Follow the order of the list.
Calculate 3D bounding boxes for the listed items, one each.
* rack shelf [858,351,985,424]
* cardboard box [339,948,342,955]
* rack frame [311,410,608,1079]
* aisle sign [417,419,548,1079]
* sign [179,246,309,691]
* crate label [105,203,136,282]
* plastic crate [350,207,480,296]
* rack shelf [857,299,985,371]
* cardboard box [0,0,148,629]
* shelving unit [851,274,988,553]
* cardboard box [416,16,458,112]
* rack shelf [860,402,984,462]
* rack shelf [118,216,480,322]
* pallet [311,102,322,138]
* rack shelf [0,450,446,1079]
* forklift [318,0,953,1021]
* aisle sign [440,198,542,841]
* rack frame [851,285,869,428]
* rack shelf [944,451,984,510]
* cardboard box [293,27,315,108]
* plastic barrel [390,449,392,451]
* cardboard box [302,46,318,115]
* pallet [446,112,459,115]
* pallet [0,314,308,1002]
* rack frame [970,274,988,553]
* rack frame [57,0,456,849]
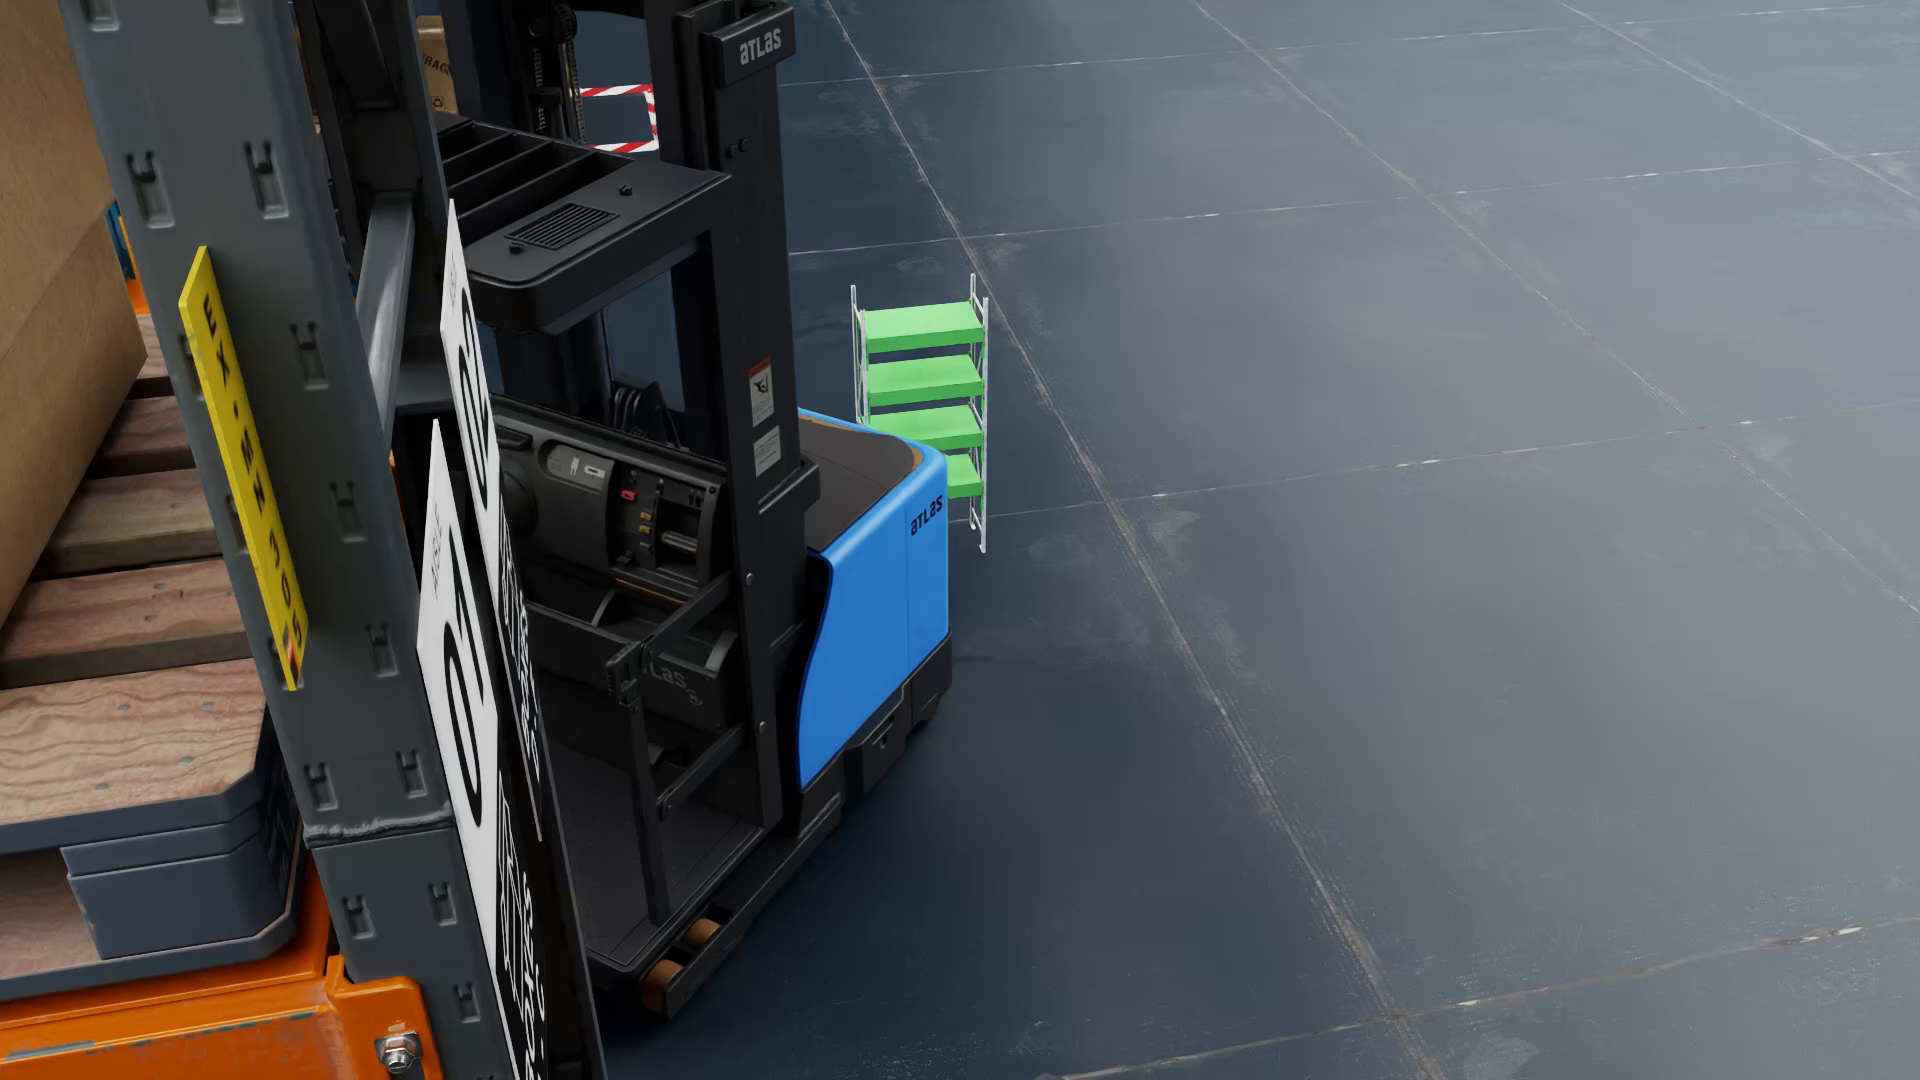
[{"bbox_3d":[-0.161,-0.624,6.787,0.480,0.148,0.258,-7,35,-11],"label":"rack shelf"},{"bbox_3d":[-1.132,0.715,2.239,0.500,0.500,0.700,-7,35,-10],"label":"cardboard box"},{"bbox_3d":[-0.622,1.238,2.713,0.127,3.000,1.000,-7,35,-11],"label":"rack frame"},{"bbox_3d":[-0.494,0.310,1.763,0.004,0.787,0.394,-7,35,-11],"label":"aisle sign"},{"bbox_3d":[-0.516,-0.046,1.211,0.005,0.325,0.100,-7,35,-11],"label":"sign"},{"bbox_3d":[-3.447,-1.096,6.160,0.616,0.435,0.502,-7,35,-11],"label":"crate label"},{"bbox_3d":[-2.134,-1.169,6.433,0.616,0.251,0.499,-7,35,-11],"label":"plastic crate"},{"bbox_3d":[-0.161,-0.823,6.653,0.480,0.148,0.258,-7,35,-11],"label":"rack shelf"},{"bbox_3d":[-1.184,-0.215,1.591,0.637,0.503,0.797,-5,34,-7],"label":"cardboard box"},{"bbox_3d":[-0.161,-0.478,6.885,0.503,1.200,0.258,-7,35,-11],"label":"shelving unit"},{"bbox_3d":[-3.417,-3.215,11.216,0.500,0.500,0.500,-1,34,-2],"label":"cardboard box"},{"bbox_3d":[-0.161,-0.425,6.921,0.480,0.148,0.258,-7,35,-11],"label":"rack shelf"},{"bbox_3d":[-3.662,-0.910,6.560,4.000,0.370,1.077,-7,35,-11],"label":"rack shelf"},{"bbox_3d":[-4.866,-2.751,11.159,1.213,0.211,1.003,-7,35,-11],"label":"pallet"},{"bbox_3d":[-2.573,0.537,1.711,4.000,0.370,1.077,-7,35,-11],"label":"rack shelf"},{"bbox_3d":[-1.189,-0.057,4.705,1.130,2.935,3.031,17,38,24],"label":"forklift"},{"bbox_3d":[-0.626,-0.016,2.249,0.004,0.787,0.394,-7,35,-11],"label":"aisle sign"},{"bbox_3d":[-0.399,-0.448,6.841,0.015,1.200,0.240,-7,35,-11],"label":"rack frame"},{"bbox_3d":[-0.161,-0.226,7.055,0.480,0.148,0.258,-7,35,-11],"label":"rack shelf"},{"bbox_3d":[-4.607,-3.056,10.979,0.500,0.500,0.500,-4,34,-6],"label":"cardboard box"},{"bbox_3d":[-2.337,-0.473,7.119,0.421,0.512,0.421,0,34,0],"label":"plastic barrel"},{"bbox_3d":[-3.992,-3.123,11.079,0.500,0.500,0.500,1,34,2],"label":"cardboard box"},{"bbox_3d":[-3.679,-2.899,11.380,1.213,0.211,1.003,-7,35,-11],"label":"pallet"},{"bbox_3d":[-1.318,0.102,1.793,1.213,0.211,1.003,-7,35,-11],"label":"pallet"},{"bbox_3d":[0.077,-0.508,6.930,0.015,1.200,0.240,-7,35,-11],"label":"rack frame"},{"bbox_3d":[-0.622,-1.253,1.042,0.127,3.000,1.000,-7,35,-11],"label":"rack frame"}]
